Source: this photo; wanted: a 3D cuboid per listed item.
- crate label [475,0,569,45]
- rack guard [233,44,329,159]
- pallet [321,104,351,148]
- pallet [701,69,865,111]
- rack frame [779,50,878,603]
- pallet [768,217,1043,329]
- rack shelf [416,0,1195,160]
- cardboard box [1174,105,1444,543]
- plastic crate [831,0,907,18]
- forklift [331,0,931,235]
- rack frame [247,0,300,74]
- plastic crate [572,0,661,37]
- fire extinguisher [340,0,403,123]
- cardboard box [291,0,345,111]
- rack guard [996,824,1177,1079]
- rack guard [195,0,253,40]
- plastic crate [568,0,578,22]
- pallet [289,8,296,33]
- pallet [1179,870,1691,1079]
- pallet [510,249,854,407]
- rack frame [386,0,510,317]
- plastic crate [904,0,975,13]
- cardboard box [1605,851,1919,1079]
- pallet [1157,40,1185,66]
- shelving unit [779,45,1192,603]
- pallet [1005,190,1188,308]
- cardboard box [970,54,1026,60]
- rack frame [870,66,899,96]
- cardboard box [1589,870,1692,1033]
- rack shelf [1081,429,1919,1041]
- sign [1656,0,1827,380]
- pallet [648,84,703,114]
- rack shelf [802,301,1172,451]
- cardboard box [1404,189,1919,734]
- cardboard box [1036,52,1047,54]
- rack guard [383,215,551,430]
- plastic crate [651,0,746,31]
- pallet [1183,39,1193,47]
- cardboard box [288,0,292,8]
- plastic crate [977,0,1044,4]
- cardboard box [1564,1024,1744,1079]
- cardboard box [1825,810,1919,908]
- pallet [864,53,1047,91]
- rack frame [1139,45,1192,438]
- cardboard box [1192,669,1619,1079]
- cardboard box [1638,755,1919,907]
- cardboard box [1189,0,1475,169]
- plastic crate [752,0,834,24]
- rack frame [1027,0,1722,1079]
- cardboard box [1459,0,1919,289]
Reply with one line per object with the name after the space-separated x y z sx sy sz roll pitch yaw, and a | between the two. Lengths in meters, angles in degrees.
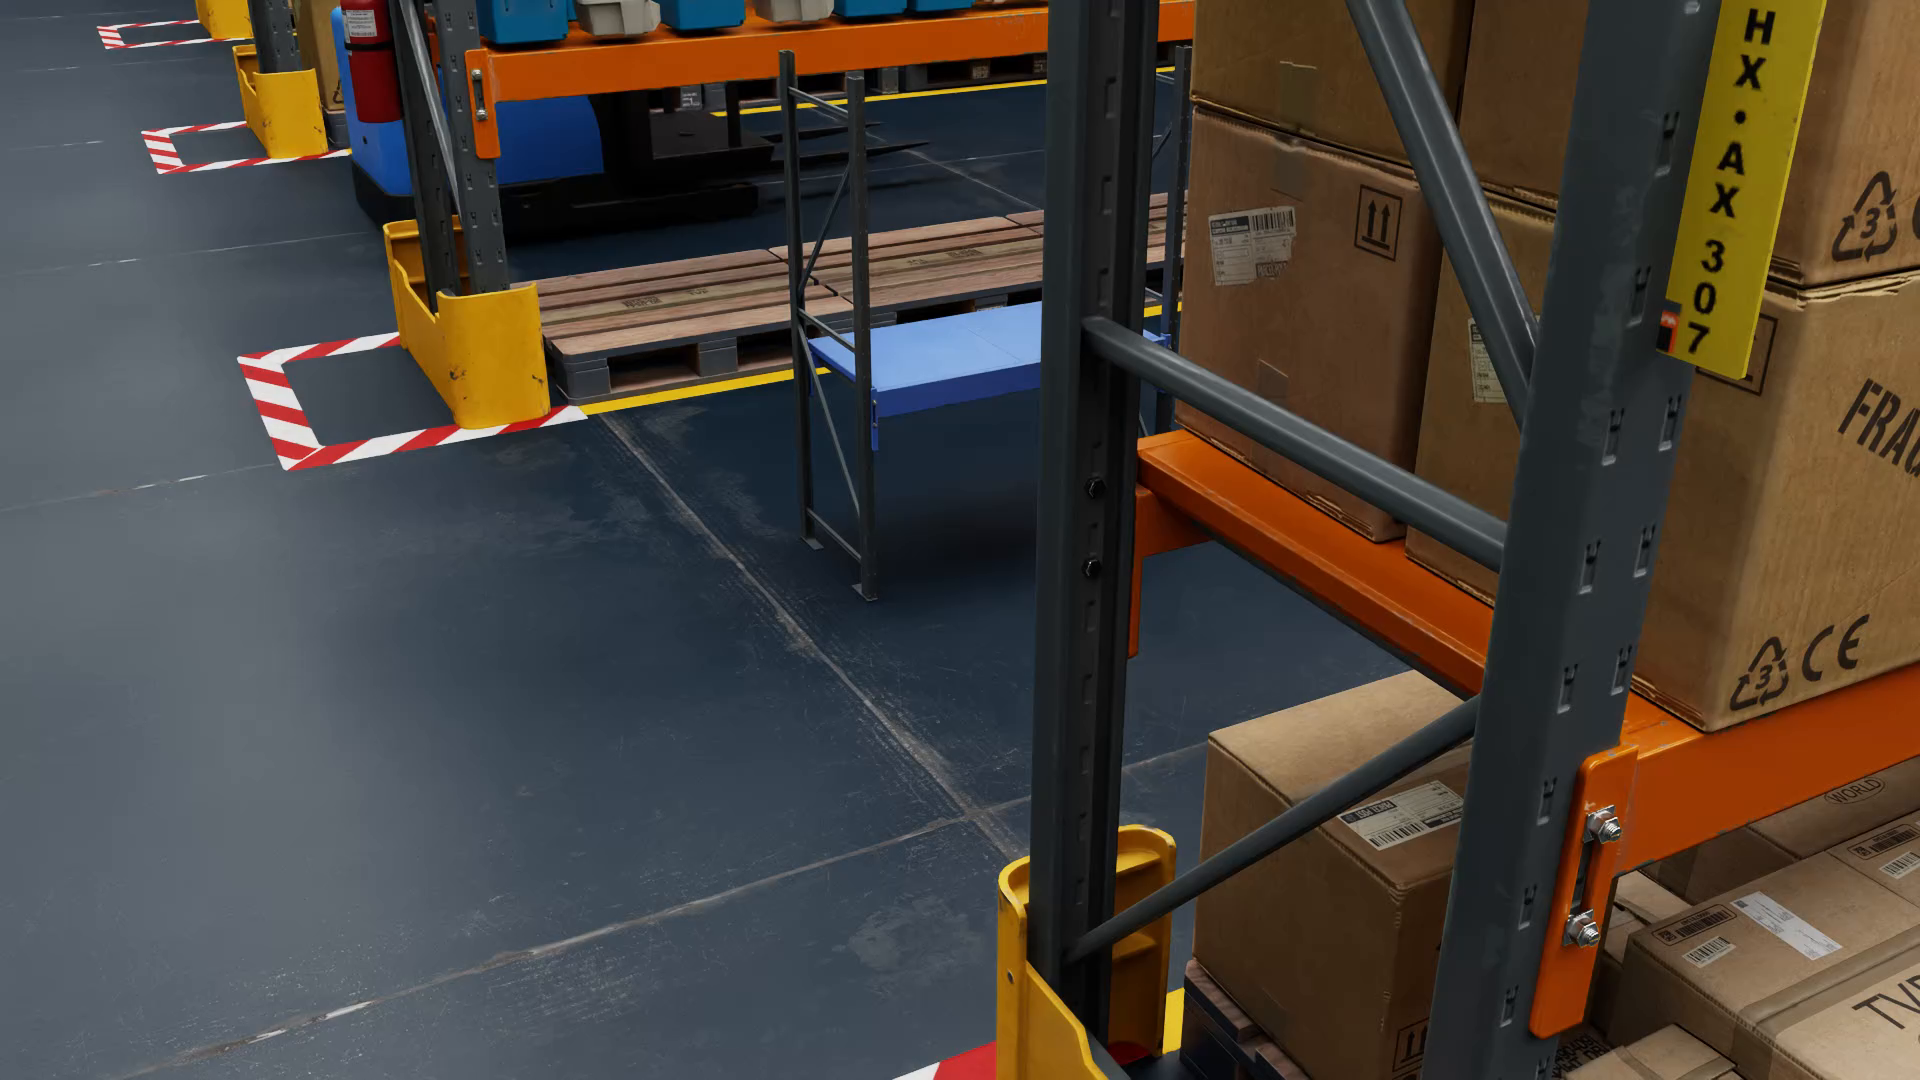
-1.552 -1.890 5.845 0.303 0.233 0.416 -13 29 -25 | crate label
-4.277 -2.774 10.449 0.348 0.500 1.175 -13 29 -25 | rack guard
-3.587 -2.841 10.923 1.213 0.211 1.003 -13 29 -25 | pallet
-1.434 -3.338 11.958 1.213 0.211 1.003 -13 29 -25 | pallet
-0.373 -0.590 4.746 0.032 1.500 0.500 -13 29 -25 | rack frame
-0.104 -1.157 7.415 1.213 0.211 1.003 -13 29 -25 | pallet
-0.160 -2.097 6.983 4.000 0.370 1.077 -13 29 -25 | rack shelf
0.670 -0.362 2.422 0.500 0.500 0.500 -12 28 -24 | cardboard box
-0.390 -2.158 6.403 0.300 0.233 0.416 -13 29 -25 | plastic crate
-1.649 -3.187 8.501 3.031 2.935 1.130 -14 29 -26 | forklift
-4.255 -3.905 9.918 0.127 3.000 1.000 -13 29 -25 | rack frame
-1.230 -1.880 5.936 0.298 0.136 0.250 -13 29 -25 | plastic crate
-2.272 -1.954 6.374 0.183 0.674 0.296 -13 29 -25 | fire extinguisher
-3.728 -3.298 10.622 0.875 0.875 0.875 -13 29 -25 | cardboard box
0.470 0.990 2.610 0.348 0.500 1.175 -13 29 -25 | rack guard
-6.433 -4.709 14.480 0.348 0.500 1.175 -13 29 -25 | rack guard
-1.717 -2.196 6.249 0.499 0.435 0.616 -13 29 -25 | plastic crate
-5.700 -4.731 14.859 1.213 0.211 1.003 -13 29 -25 | pallet
1.173 0.958 3.012 1.213 0.211 1.003 -13 29 -25 | pallet
-1.179 -0.910 6.901 1.213 0.211 1.003 -13 29 -25 | pallet
-1.925 -2.014 5.979 0.127 3.000 1.000 -13 29 -25 | rack frame
-0.125 -2.219 6.531 0.300 0.233 0.416 -13 29 -25 | plastic crate
1.457 0.816 2.754 0.500 0.250 0.500 -13 29 -25 | cardboard box
0.997 -3.899 13.127 1.213 0.211 1.003 -13 29 -25 | pallet
0.075 -0.693 4.962 1.048 1.500 0.538 -13 29 -25 | shelving unit
0.974 -1.407 7.936 1.213 0.211 1.003 -13 29 -25 | pallet
-0.171 -4.089 12.272 0.875 0.875 1.225 -13 29 -25 | cardboard box
-0.726 -4.720 11.615 0.127 3.000 1.000 -13 29 -25 | rack frame
1.166 0.705 3.082 0.250 0.166 0.380 -13 29 -25 | cardboard box
2.168 -0.204 3.041 4.000 0.370 1.077 -13 29 -25 | rack shelf
0.658 -0.304 1.418 0.005 0.325 0.100 -13 29 -25 | sign
-2.511 -3.088 11.437 1.213 0.211 1.003 -13 29 -25 | pallet
0.075 -0.531 5.039 1.000 0.185 0.538 -13 29 -25 | rack shelf
0.919 -0.156 1.994 0.500 0.500 0.500 -12 28 -24 | cardboard box
0.618 -4.272 12.651 0.875 0.875 1.225 -14 29 -27 | cardboard box
-1.940 -0.877 6.499 0.348 0.500 1.175 -13 29 -25 | rack guard
-0.971 -2.024 6.124 0.300 0.233 0.416 -13 29 -25 | plastic crate
2.073 -4.146 13.641 1.213 0.211 1.003 -13 29 -25 | pallet
-5.887 -4.709 14.400 0.250 0.149 0.380 -12 28 -24 | cardboard box
0.210 -2.267 6.742 0.466 0.136 0.293 -13 29 -25 | plastic crate
1.155 0.953 2.565 0.250 0.166 0.380 -13 29 -25 | cardboard box
1.899 0.714 2.966 0.500 0.250 0.500 -13 29 -25 | cardboard box
-0.080 -3.649 12.606 1.213 0.211 1.003 -13 29 -25 | pallet
0.524 -0.797 5.177 0.032 1.500 0.500 -13 29 -25 | rack frame
0.767 0.602 2.909 0.500 0.500 0.500 -13 29 -25 | cardboard box
1.619 0.533 3.343 0.500 0.250 0.500 -13 29 -25 | cardboard box
0.666 -0.813 2.206 0.500 0.500 0.500 -13 29 -26 | cardboard box
-0.631 -2.018 6.224 0.298 0.136 0.250 -13 29 -25 | plastic crate
0.404 -0.120 2.034 0.053 2.616 0.949 -13 29 -25 | rack frame
0.919 -0.607 1.777 0.500 0.500 0.500 -12 28 -24 | cardboard box
